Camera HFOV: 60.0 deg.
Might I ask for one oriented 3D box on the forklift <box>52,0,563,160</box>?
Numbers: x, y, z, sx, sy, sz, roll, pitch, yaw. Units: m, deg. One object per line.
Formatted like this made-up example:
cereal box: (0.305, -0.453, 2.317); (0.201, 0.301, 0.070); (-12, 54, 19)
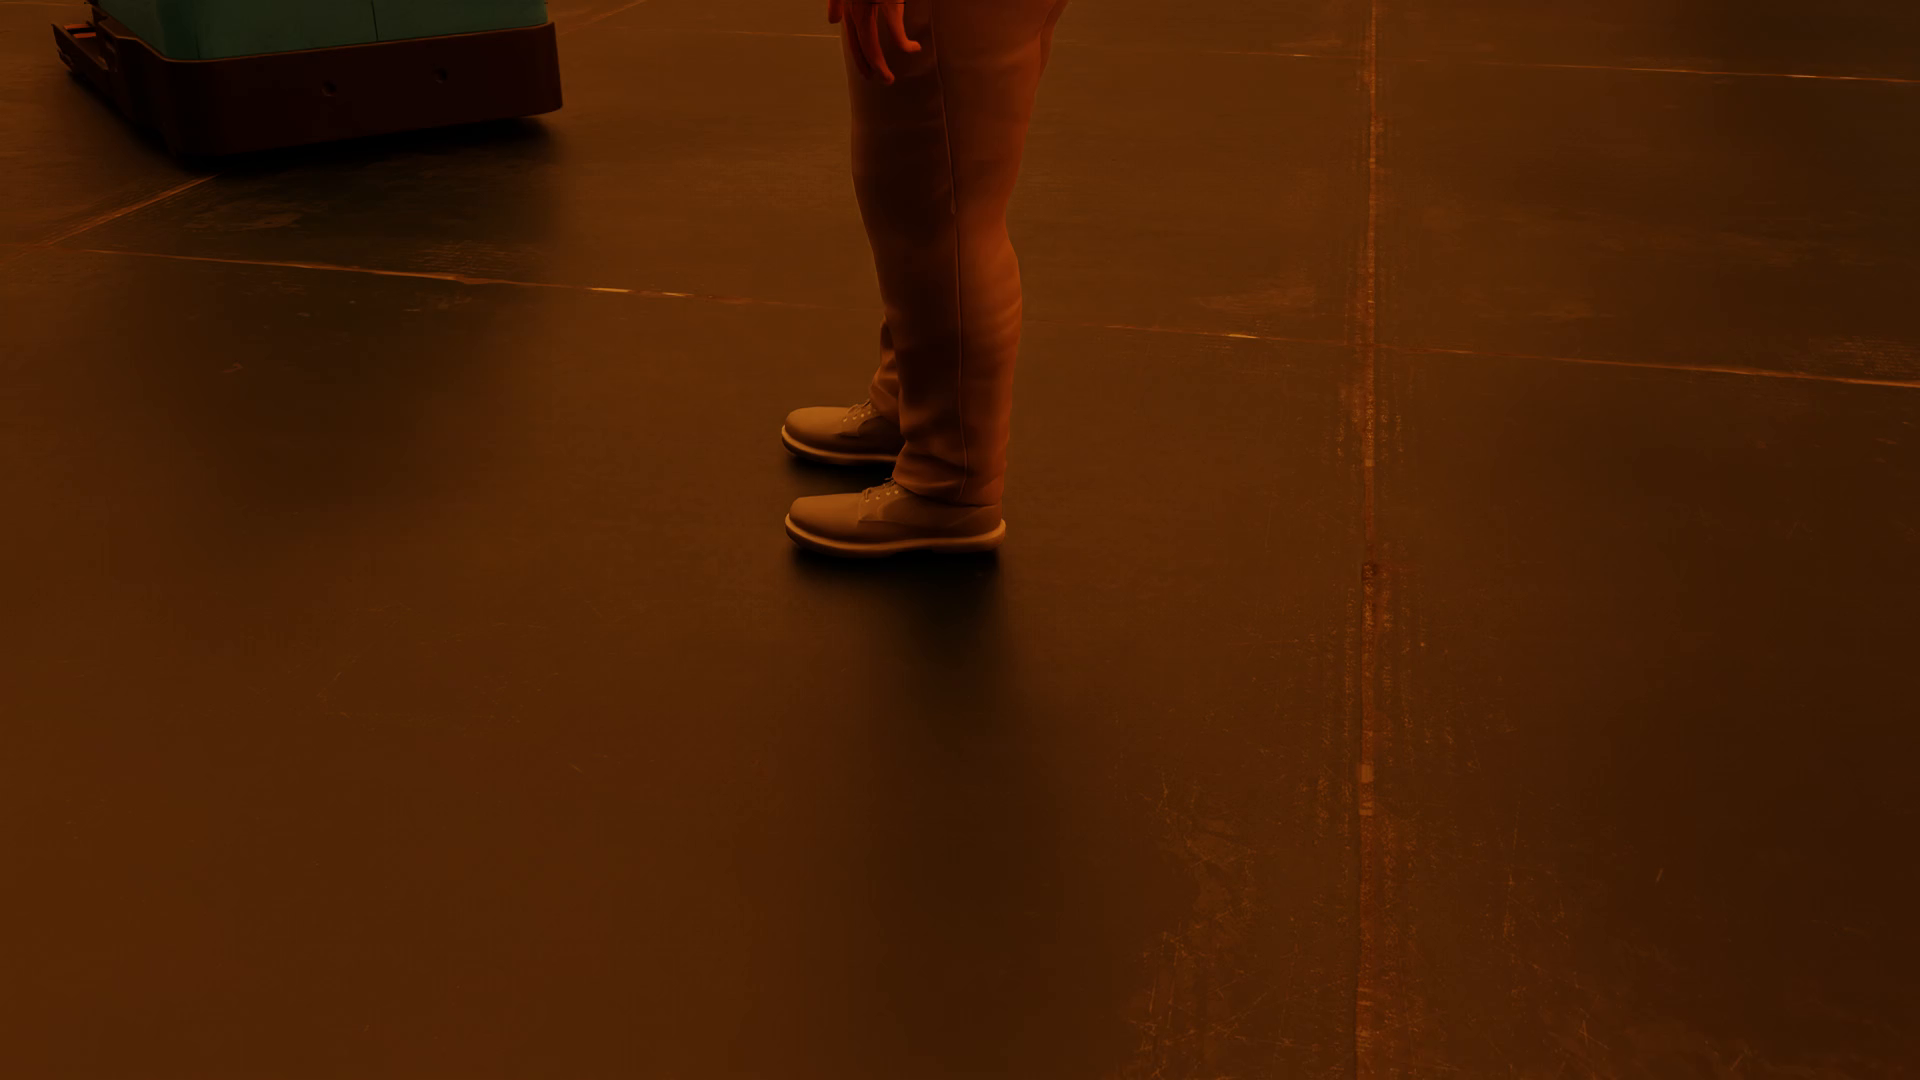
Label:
forklift: (-2.399, -2.919, 5.033); (1.130, 2.935, 3.031); (-17, 31, -30)

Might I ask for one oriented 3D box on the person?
person: (-0.085, -0.792, 2.135); (0.550, 1.727, 0.642); (6, 27, 11)
